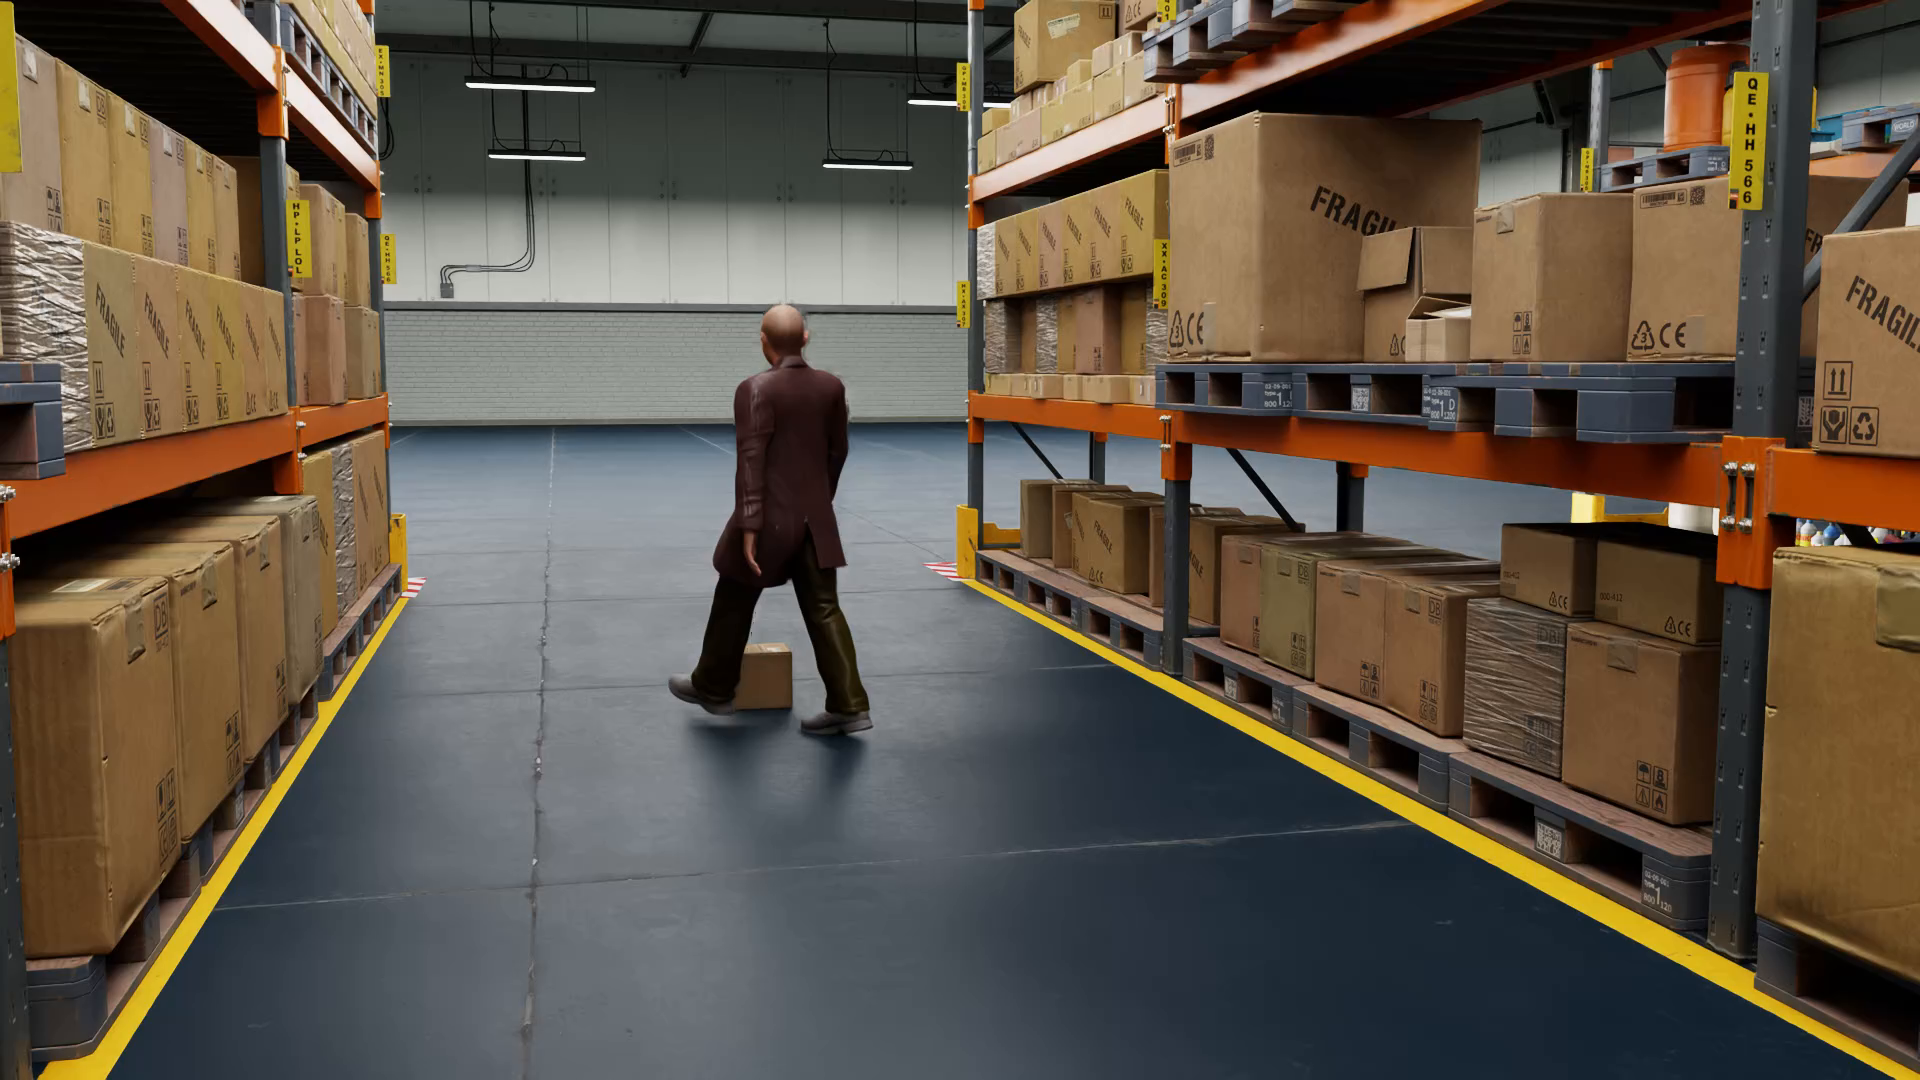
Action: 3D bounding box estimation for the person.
[{"bbox_3d":[-0.815,-0.085,6.903,0.627,1.758,1.023,-5,8,-39],"label":"person"}]
